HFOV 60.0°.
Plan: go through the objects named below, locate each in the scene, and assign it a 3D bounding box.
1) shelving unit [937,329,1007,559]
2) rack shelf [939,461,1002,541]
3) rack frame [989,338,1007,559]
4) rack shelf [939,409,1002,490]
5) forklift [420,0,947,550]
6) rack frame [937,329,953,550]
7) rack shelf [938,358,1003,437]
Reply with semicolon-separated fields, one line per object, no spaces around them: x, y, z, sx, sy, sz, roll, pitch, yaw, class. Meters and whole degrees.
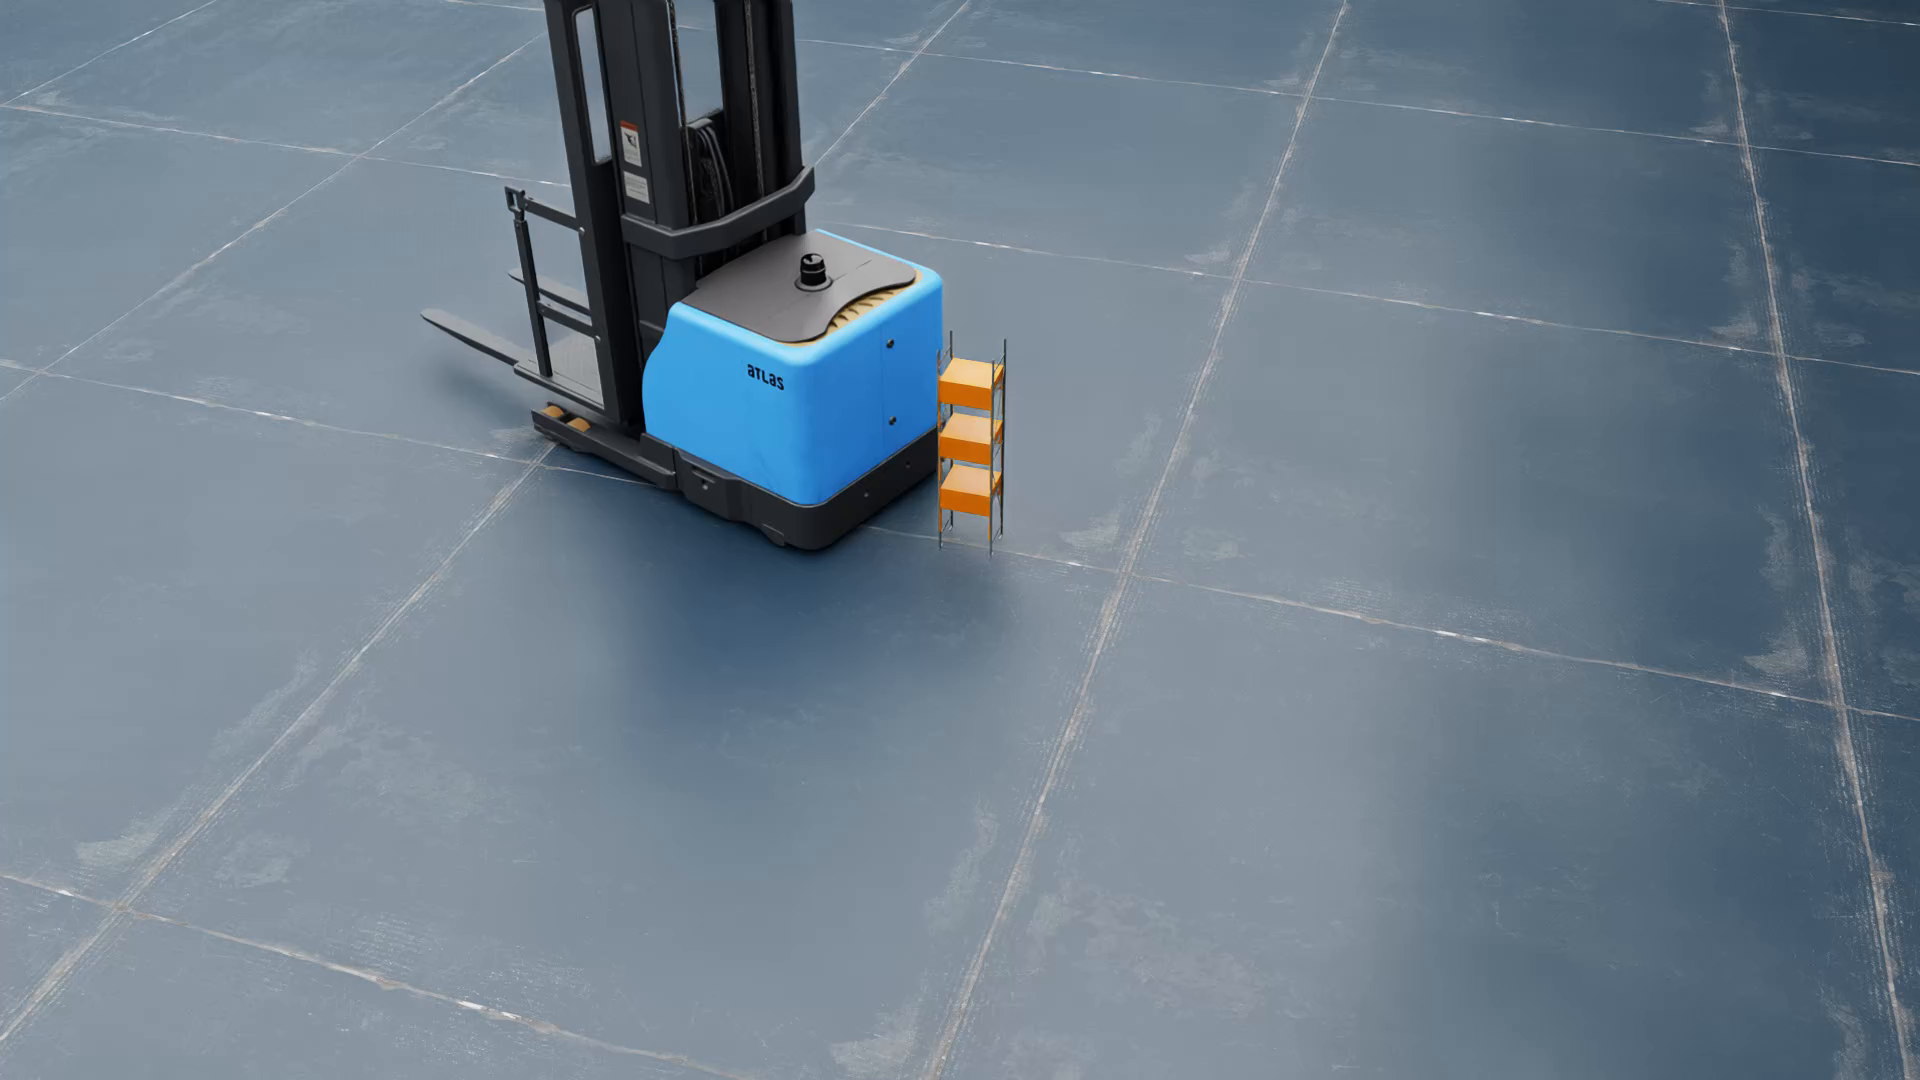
0.051;-0.413;7.426;0.252;1.050;0.215;10;38;14;shelving unit
0.051;-0.181;7.597;0.240;0.259;0.215;10;38;14;rack shelf
0.168;-0.392;7.397;0.008;1.050;0.200;10;38;14;rack frame
0.051;-0.405;7.432;0.240;0.259;0.215;10;38;14;rack shelf
-1.540;-1.846;7.785;3.031;2.935;1.130;25;43;29;forklift
-0.065;-0.435;7.455;0.008;1.050;0.200;10;38;14;rack frame
0.051;-0.633;7.264;0.240;0.259;0.215;10;38;14;rack shelf
